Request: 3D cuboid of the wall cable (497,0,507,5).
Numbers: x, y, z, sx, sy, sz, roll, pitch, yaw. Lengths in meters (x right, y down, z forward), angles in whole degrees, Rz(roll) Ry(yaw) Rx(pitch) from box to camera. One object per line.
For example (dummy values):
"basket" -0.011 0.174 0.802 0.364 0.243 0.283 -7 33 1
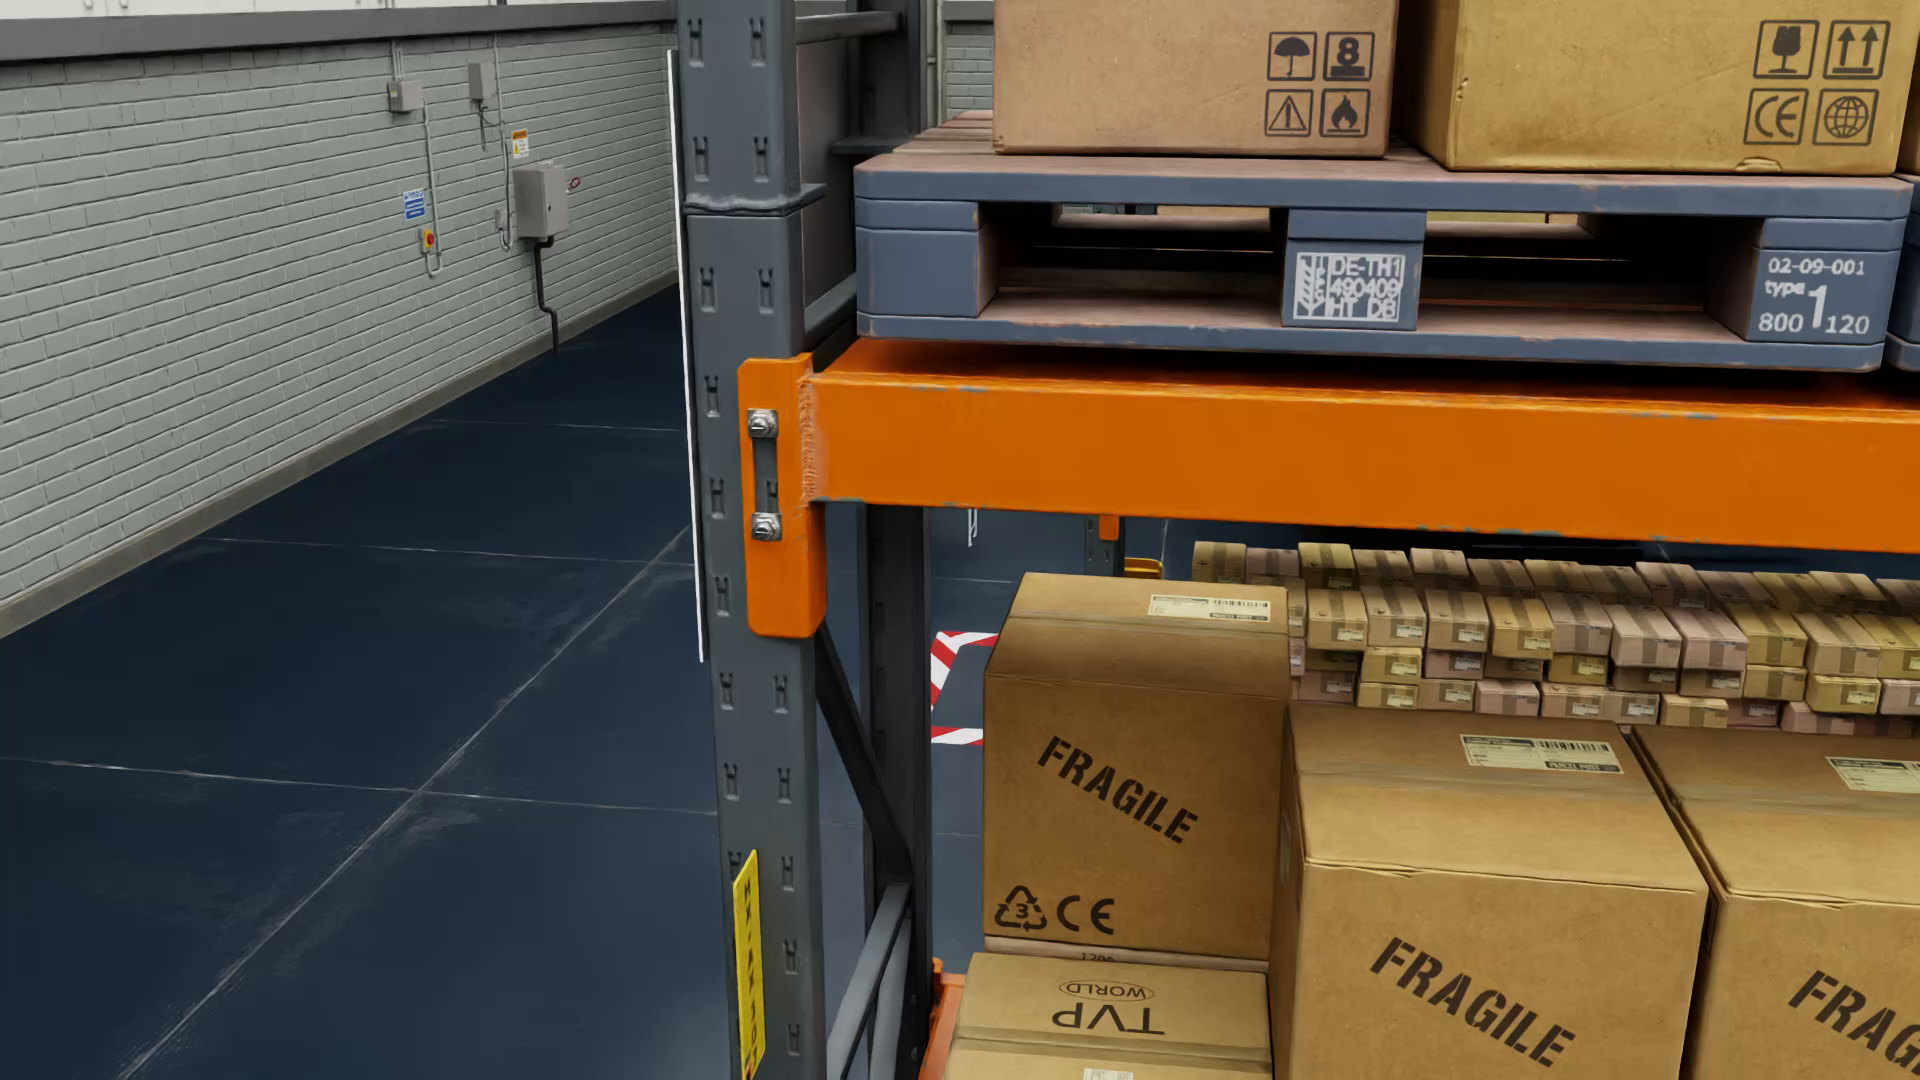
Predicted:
"wall cable" -3.685 -6.401 15.192 0.133 3.039 2.988 3 19 9

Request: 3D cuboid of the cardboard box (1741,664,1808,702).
"cardboard box" 3.509 0.558 7.270 0.250 0.149 0.380 3 19 9

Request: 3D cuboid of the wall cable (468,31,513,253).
"wall cable" -3.983 -3.437 14.246 0.122 1.984 0.588 3 19 9

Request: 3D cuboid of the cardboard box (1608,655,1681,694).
"cardboard box" 2.993 0.531 7.350 0.250 0.149 0.380 2 19 6

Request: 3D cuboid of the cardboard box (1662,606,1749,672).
"cardboard box" 3.215 0.425 7.199 0.250 0.149 0.380 2 19 6

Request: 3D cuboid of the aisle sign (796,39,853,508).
"aisle sign" -0.221 -0.459 2.852 0.004 0.787 0.394 3 19 9

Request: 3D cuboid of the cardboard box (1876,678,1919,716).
"cardboard box" 4.008 0.609 7.117 0.250 0.149 0.380 2 19 6

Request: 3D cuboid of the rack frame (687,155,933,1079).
"rack frame" -0.197 0.871 2.973 0.127 3.000 1.000 3 19 9

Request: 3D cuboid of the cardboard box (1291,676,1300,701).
"cardboard box" 1.427 0.589 7.646 0.250 0.149 0.380 3 19 8

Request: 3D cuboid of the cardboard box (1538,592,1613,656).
"cardboard box" 2.719 0.368 7.368 0.250 0.149 0.380 3 19 9

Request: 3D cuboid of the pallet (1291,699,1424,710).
"pallet" 1.561 0.700 7.877 1.213 0.211 1.003 3 19 9

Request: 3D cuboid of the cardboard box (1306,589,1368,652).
"cardboard box" 1.673 0.355 7.409 0.250 0.149 0.380 3 19 9

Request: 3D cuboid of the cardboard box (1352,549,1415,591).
"cardboard box" 2.013 0.177 7.940 0.250 0.149 0.380 2 19 6

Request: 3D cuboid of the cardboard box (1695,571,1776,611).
"cardboard box" 3.550 0.276 7.644 0.250 0.149 0.380 2 19 7

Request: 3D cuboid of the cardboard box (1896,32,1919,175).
"cardboard box" 1.379 -0.759 2.140 0.500 0.500 0.700 2 19 5

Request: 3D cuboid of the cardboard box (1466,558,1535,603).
"cardboard box" 2.529 0.221 7.809 0.250 0.149 0.380 2 19 7

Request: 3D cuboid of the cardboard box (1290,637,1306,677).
"cardboard box" 1.427 0.472 7.527 0.250 0.149 0.380 3 19 8

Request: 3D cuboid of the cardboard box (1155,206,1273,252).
"cardboard box" 1.091 -1.235 7.064 0.500 0.500 0.500 3 19 8

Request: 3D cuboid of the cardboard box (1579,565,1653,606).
"cardboard box" 3.030 0.250 7.722 0.250 0.149 0.380 2 19 6

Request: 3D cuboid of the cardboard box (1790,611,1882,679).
"cardboard box" 3.741 0.447 7.133 0.250 0.149 0.380 3 19 8

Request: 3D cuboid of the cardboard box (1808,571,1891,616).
"cardboard box" 4.069 0.280 7.634 0.250 0.149 0.380 4 19 11

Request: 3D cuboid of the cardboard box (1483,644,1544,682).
"cardboard box" 2.471 0.488 7.480 0.250 0.149 0.380 4 19 11

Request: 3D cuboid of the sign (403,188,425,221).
"sign" -4.264 -2.626 12.999 0.001 0.218 0.327 3 19 9

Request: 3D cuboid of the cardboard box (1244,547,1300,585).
"cardboard box" 1.491 0.171 7.959 0.250 0.149 0.380 3 19 10

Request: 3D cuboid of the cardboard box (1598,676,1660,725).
"cardboard box" 2.929 0.677 7.383 0.250 0.149 0.380 3 19 10

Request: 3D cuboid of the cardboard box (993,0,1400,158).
"cardboard box" 0.325 -0.836 2.370 0.500 0.500 0.700 2 19 5

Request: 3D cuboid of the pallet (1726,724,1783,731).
"pallet" 3.970 0.823 7.510 1.213 0.211 1.003 3 19 9

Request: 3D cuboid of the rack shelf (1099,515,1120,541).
"rack shelf" 2.664 -0.236 7.415 4.000 0.370 1.077 3 19 9

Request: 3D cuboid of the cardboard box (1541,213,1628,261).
"cardboard box" 2.603 -1.154 6.821 0.500 0.500 0.500 2 19 7

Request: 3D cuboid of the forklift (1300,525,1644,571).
"forklift" 3.630 -1.369 9.775 3.031 2.935 1.130 0 19 1

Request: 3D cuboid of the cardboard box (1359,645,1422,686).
"cardboard box" 1.919 0.504 7.433 0.250 0.149 0.380 4 19 10

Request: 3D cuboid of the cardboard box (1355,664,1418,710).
"cardboard box" 1.909 0.647 7.474 0.250 0.149 0.380 3 19 9

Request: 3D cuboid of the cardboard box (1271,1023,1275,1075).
"cardboard box" 0.824 0.768 3.048 0.500 0.250 0.500 3 19 8

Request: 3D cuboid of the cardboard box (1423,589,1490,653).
"cardboard box" 2.203 0.358 7.399 0.250 0.149 0.380 4 19 11

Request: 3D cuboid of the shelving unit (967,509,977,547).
"shelving unit" -0.163 -0.577 10.138 0.503 1.200 0.258 3 19 9

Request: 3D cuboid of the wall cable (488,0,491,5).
"wall cable" -4.164 -5.512 12.595 0.029 3.000 2.355 3 19 9

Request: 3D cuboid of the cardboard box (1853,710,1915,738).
"cardboard box" 3.954 0.724 7.243 0.250 0.149 0.380 3 19 10

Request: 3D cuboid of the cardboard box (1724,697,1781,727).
"cardboard box" 3.442 0.680 7.376 0.250 0.149 0.380 2 19 7

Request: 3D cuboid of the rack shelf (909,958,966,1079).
"rack shelf" 1.778 1.313 2.786 4.000 0.370 1.077 3 19 9

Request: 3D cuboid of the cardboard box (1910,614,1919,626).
"cardboard box" 4.246 0.458 7.101 0.250 0.149 0.380 3 19 10

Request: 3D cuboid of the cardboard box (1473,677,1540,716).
"cardboard box" 2.408 0.670 7.406 0.250 0.149 0.380 2 19 6

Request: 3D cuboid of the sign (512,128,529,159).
"sign" -3.932 -3.546 14.871 0.001 0.242 0.339 3 19 9

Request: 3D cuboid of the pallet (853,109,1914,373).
"pallet" 0.537 -0.475 2.409 1.213 0.211 1.003 3 19 9

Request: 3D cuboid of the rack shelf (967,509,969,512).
"rack shelf" -0.163 -0.289 10.234 0.480 0.148 0.258 3 19 9

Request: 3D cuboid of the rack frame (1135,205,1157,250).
"rack frame" 1.375 -2.234 12.251 0.127 3.000 1.000 3 19 9

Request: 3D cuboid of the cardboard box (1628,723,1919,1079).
"cardboard box" 1.240 0.604 2.358 0.500 0.500 0.500 2 19 7
